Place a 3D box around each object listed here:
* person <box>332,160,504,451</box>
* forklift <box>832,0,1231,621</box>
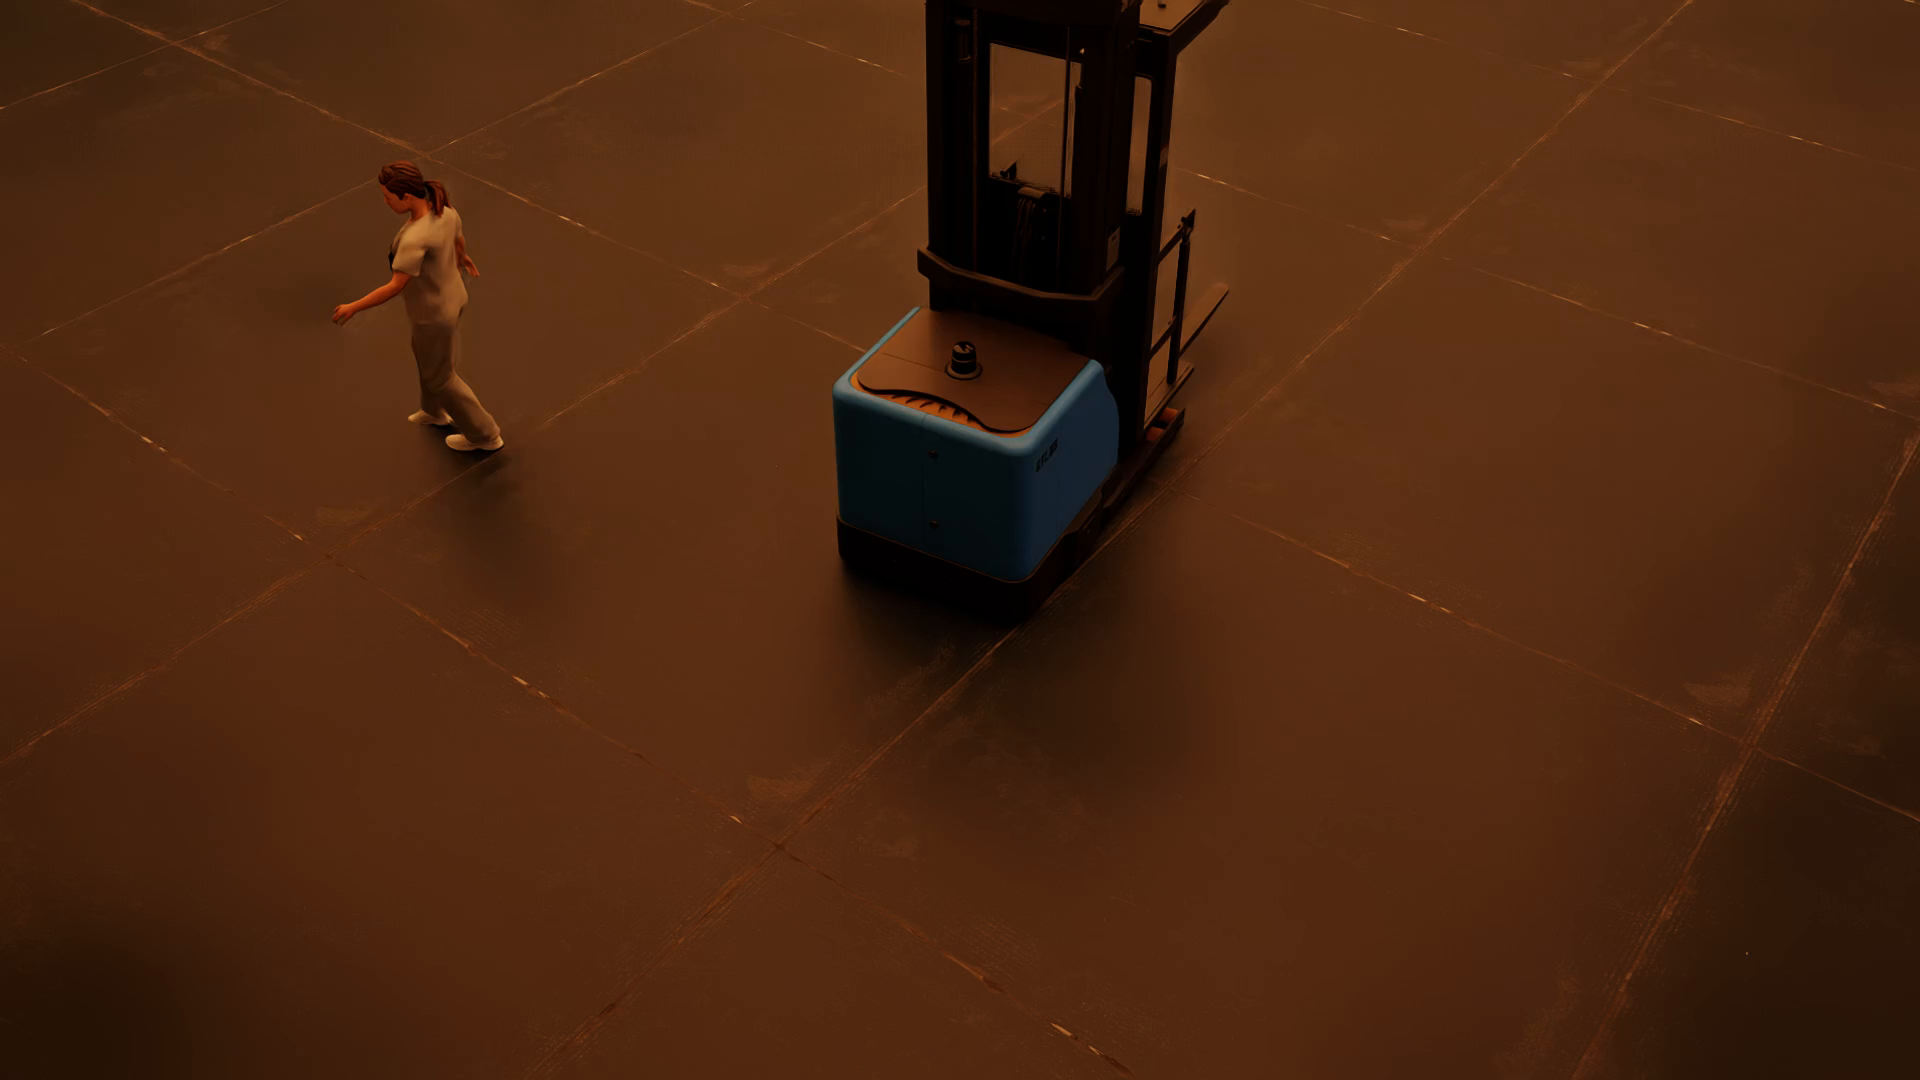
[{"bbox_3d":[-2.748,-1.183,8.483,0.632,1.691,0.884,6,41,7],"label":"person"},{"bbox_3d":[0.554,-1.681,8.046,1.130,2.935,3.031,20,44,21],"label":"forklift"}]
